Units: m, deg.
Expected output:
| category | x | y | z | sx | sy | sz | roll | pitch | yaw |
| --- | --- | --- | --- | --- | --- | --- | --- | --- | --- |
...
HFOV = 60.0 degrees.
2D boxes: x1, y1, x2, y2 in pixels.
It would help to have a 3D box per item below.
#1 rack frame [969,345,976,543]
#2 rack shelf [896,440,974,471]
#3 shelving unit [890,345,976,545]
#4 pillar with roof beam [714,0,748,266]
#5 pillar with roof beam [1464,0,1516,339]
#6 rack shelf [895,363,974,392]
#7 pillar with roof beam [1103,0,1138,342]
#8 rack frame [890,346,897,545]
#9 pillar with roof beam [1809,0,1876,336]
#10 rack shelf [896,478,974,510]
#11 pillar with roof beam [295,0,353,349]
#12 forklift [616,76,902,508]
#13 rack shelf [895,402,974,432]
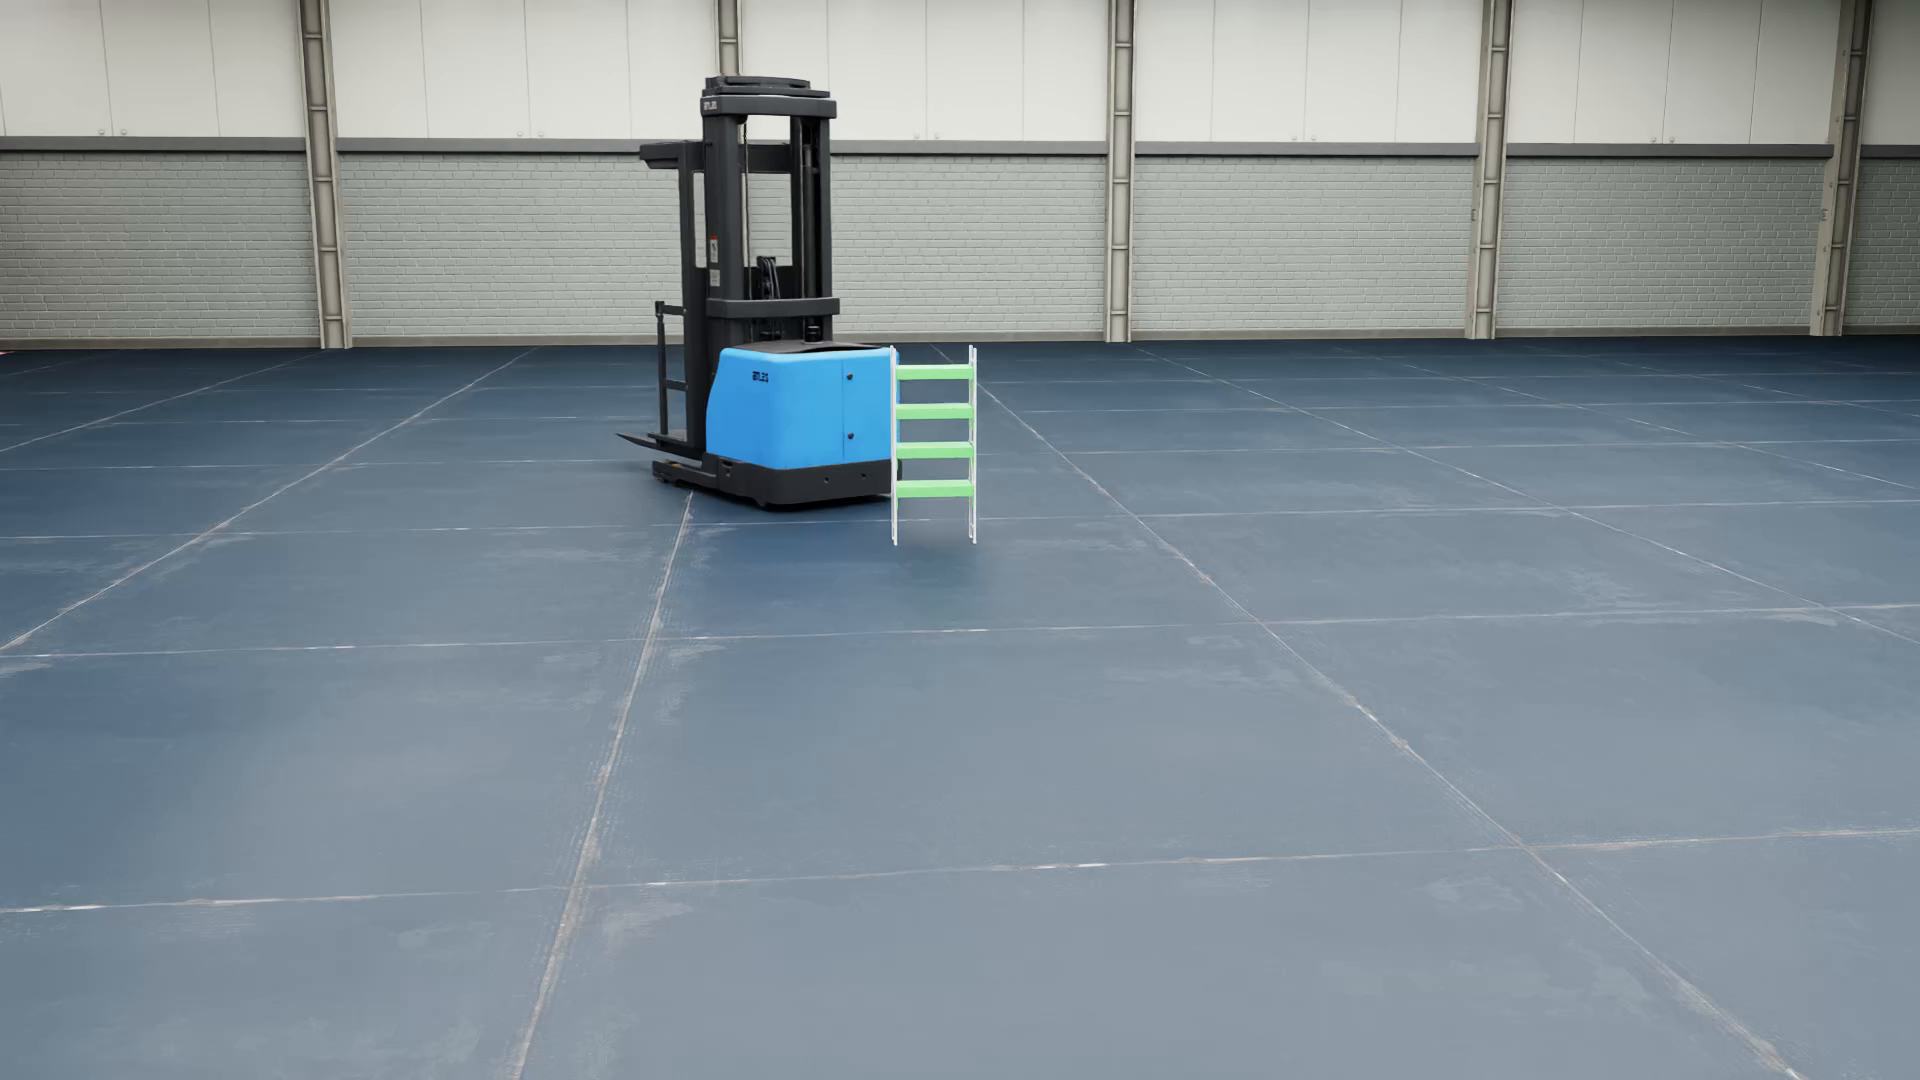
| category | x | y | z | sx | sy | sz | roll | pitch | yaw |
| --- | --- | --- | --- | --- | --- | --- | --- | --- | --- |
| rack frame | 0.078 | -0.590 | 10.261 | 0.015 | 1.200 | 0.240 | -1 | 11 | -6 |
| rack shelf | -0.165 | -0.523 | 10.247 | 0.480 | 0.148 | 0.258 | -1 | 11 | -6 |
| shelving unit | -0.165 | -0.585 | 10.235 | 0.503 | 1.200 | 0.258 | -1 | 11 | -6 |
| pillar with roof beam | -3.005 | -6.628 | 20.753 | 0.400 | 9.000 | 9.100 | -1 | 11 | -6 |
| pillar with roof beam | 8.925 | -6.878 | 22.024 | 0.400 | 9.000 | 9.100 | -1 | 11 | -6 |
| rack shelf | -0.165 | -0.994 | 10.154 | 0.480 | 0.148 | 0.258 | -1 | 11 | -6 |
| pillar with roof beam | 2.960 | -6.753 | 21.389 | 0.400 | 9.000 | 9.100 | -1 | 11 | -6 |
| rack frame | -0.407 | -0.580 | 10.209 | 0.015 | 1.200 | 0.240 | -1 | 11 | -6 |
| pillar with roof beam | 14.890 | -7.003 | 22.660 | 0.400 | 9.000 | 9.100 | -1 | 11 | -6 |
| rack shelf | -0.165 | -0.287 | 10.293 | 0.480 | 0.148 | 0.258 | -1 | 11 | -6 |
| pillar with roof beam | -8.970 | -6.503 | 20.117 | 0.400 | 9.000 | 9.100 | -1 | 11 | -6 |
| forklift | -1.673 | -1.894 | 12.406 | 1.130 | 2.935 | 3.031 | -8 | 14 | -35 |
| rack shelf | -0.165 | -0.758 | 10.201 | 0.480 | 0.148 | 0.258 | -1 | 11 | -6 |
